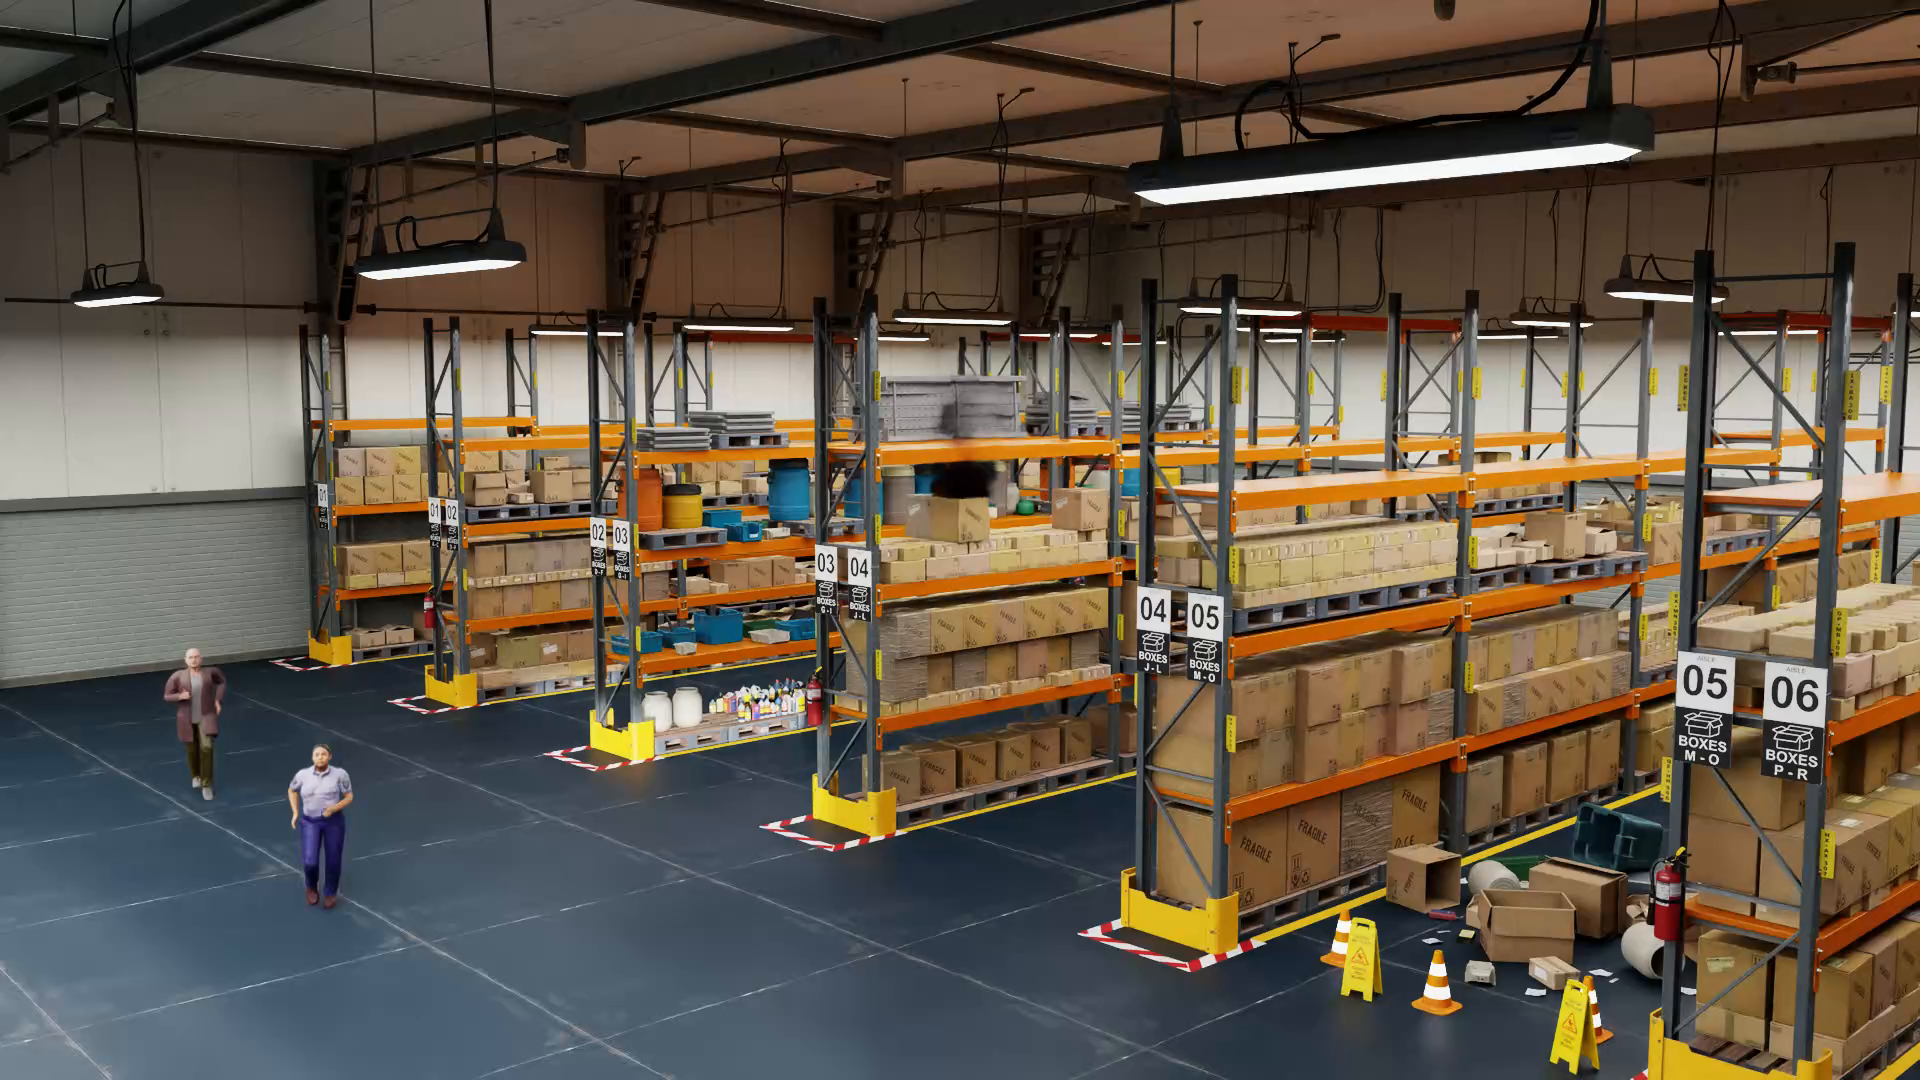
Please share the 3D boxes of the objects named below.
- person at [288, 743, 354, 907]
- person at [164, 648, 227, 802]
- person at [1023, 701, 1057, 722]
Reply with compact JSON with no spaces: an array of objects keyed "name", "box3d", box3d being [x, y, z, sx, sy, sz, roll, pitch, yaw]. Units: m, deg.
[{"name":"person","box3d":[-6.118,2.757,15.937,0.592,1.598,0.598,-2,6,-20]},{"name":"person","box3d":[-9.317,2.227,20.296,0.692,1.841,0.842,-2,6,-22]},{"name":"person","box3d":[1.151,1.952,23.644,0.755,1.761,0.581,-6,8,-44]}]
